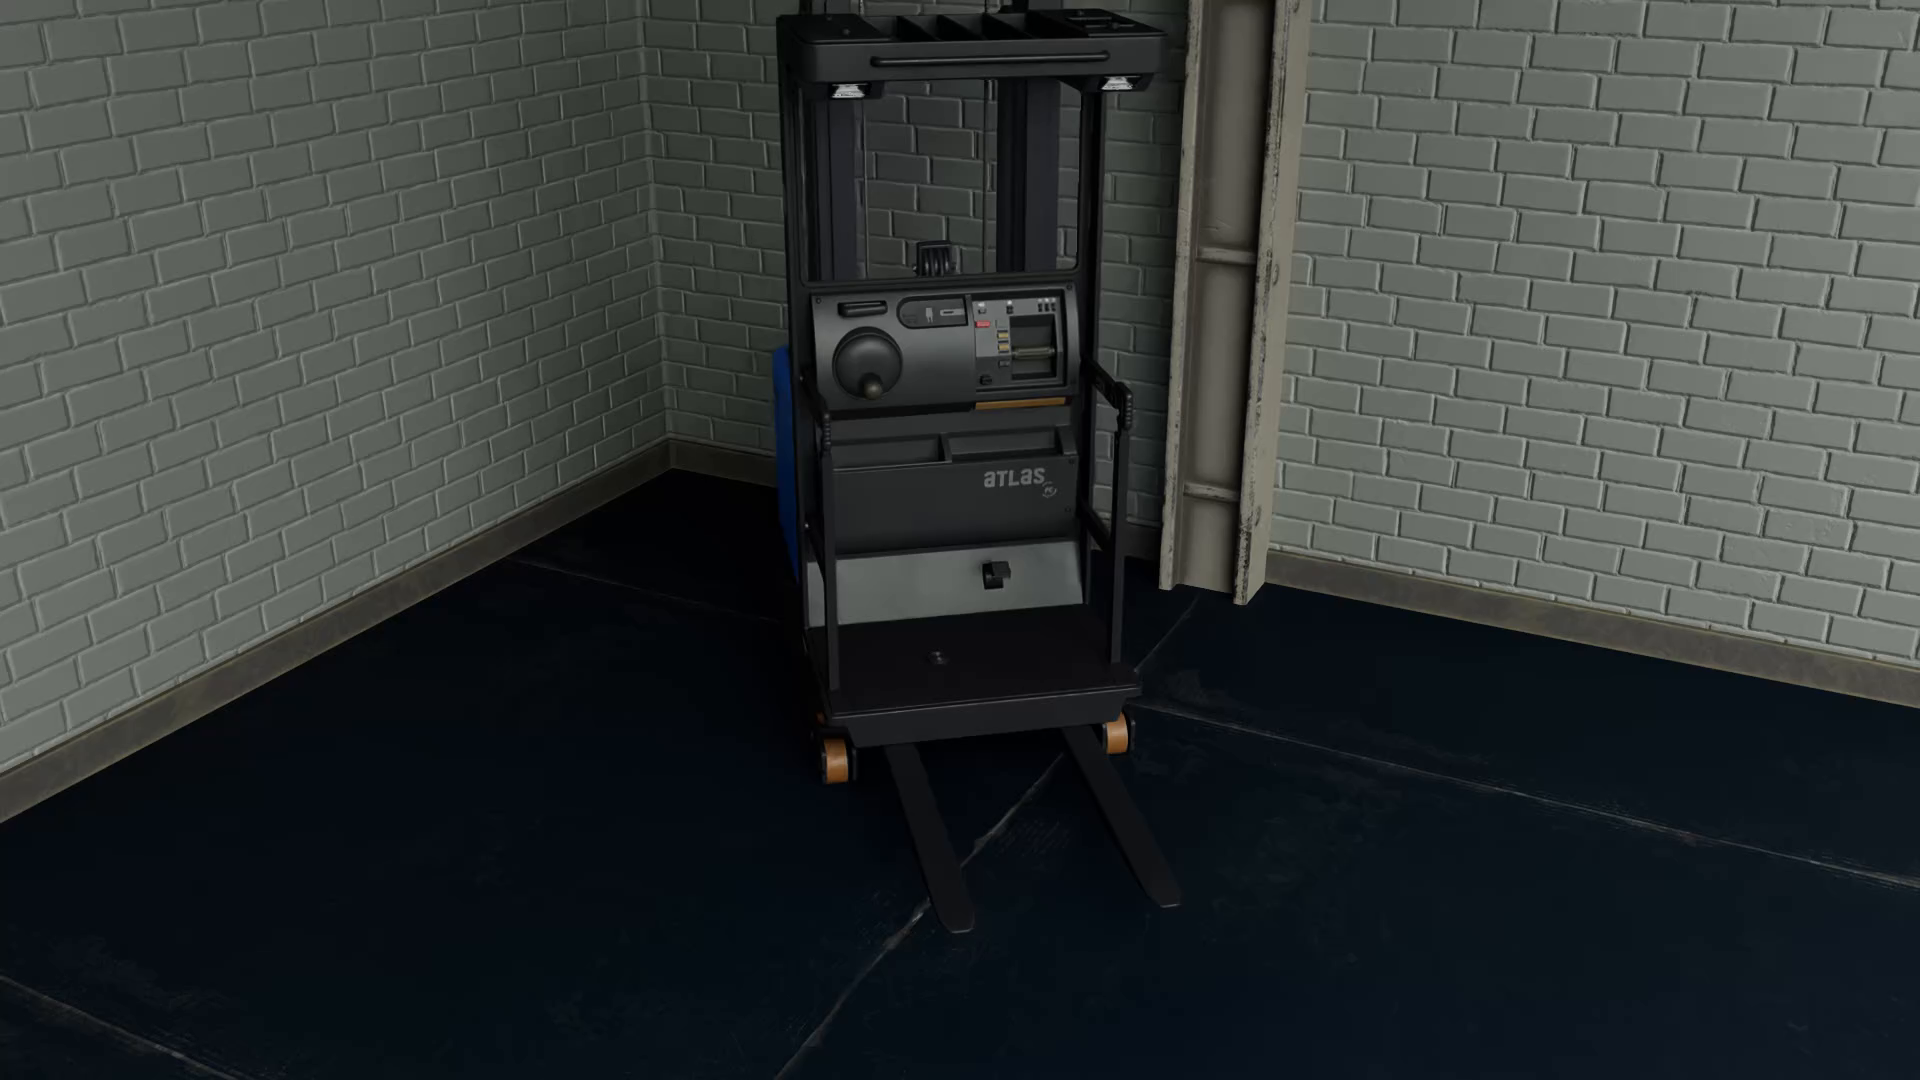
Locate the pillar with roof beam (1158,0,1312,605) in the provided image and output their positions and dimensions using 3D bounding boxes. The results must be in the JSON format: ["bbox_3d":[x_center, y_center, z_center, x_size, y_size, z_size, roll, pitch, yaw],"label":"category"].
[{"bbox_3d":[-0.834,-2.447,2.004,0.400,9.000,9.100,11,25,25],"label":"pillar with roof beam"}]

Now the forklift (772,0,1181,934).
[{"bbox_3d":[0.000,-0.660,5.556,1.130,2.935,3.031,-5,23,-11],"label":"forklift"}]
